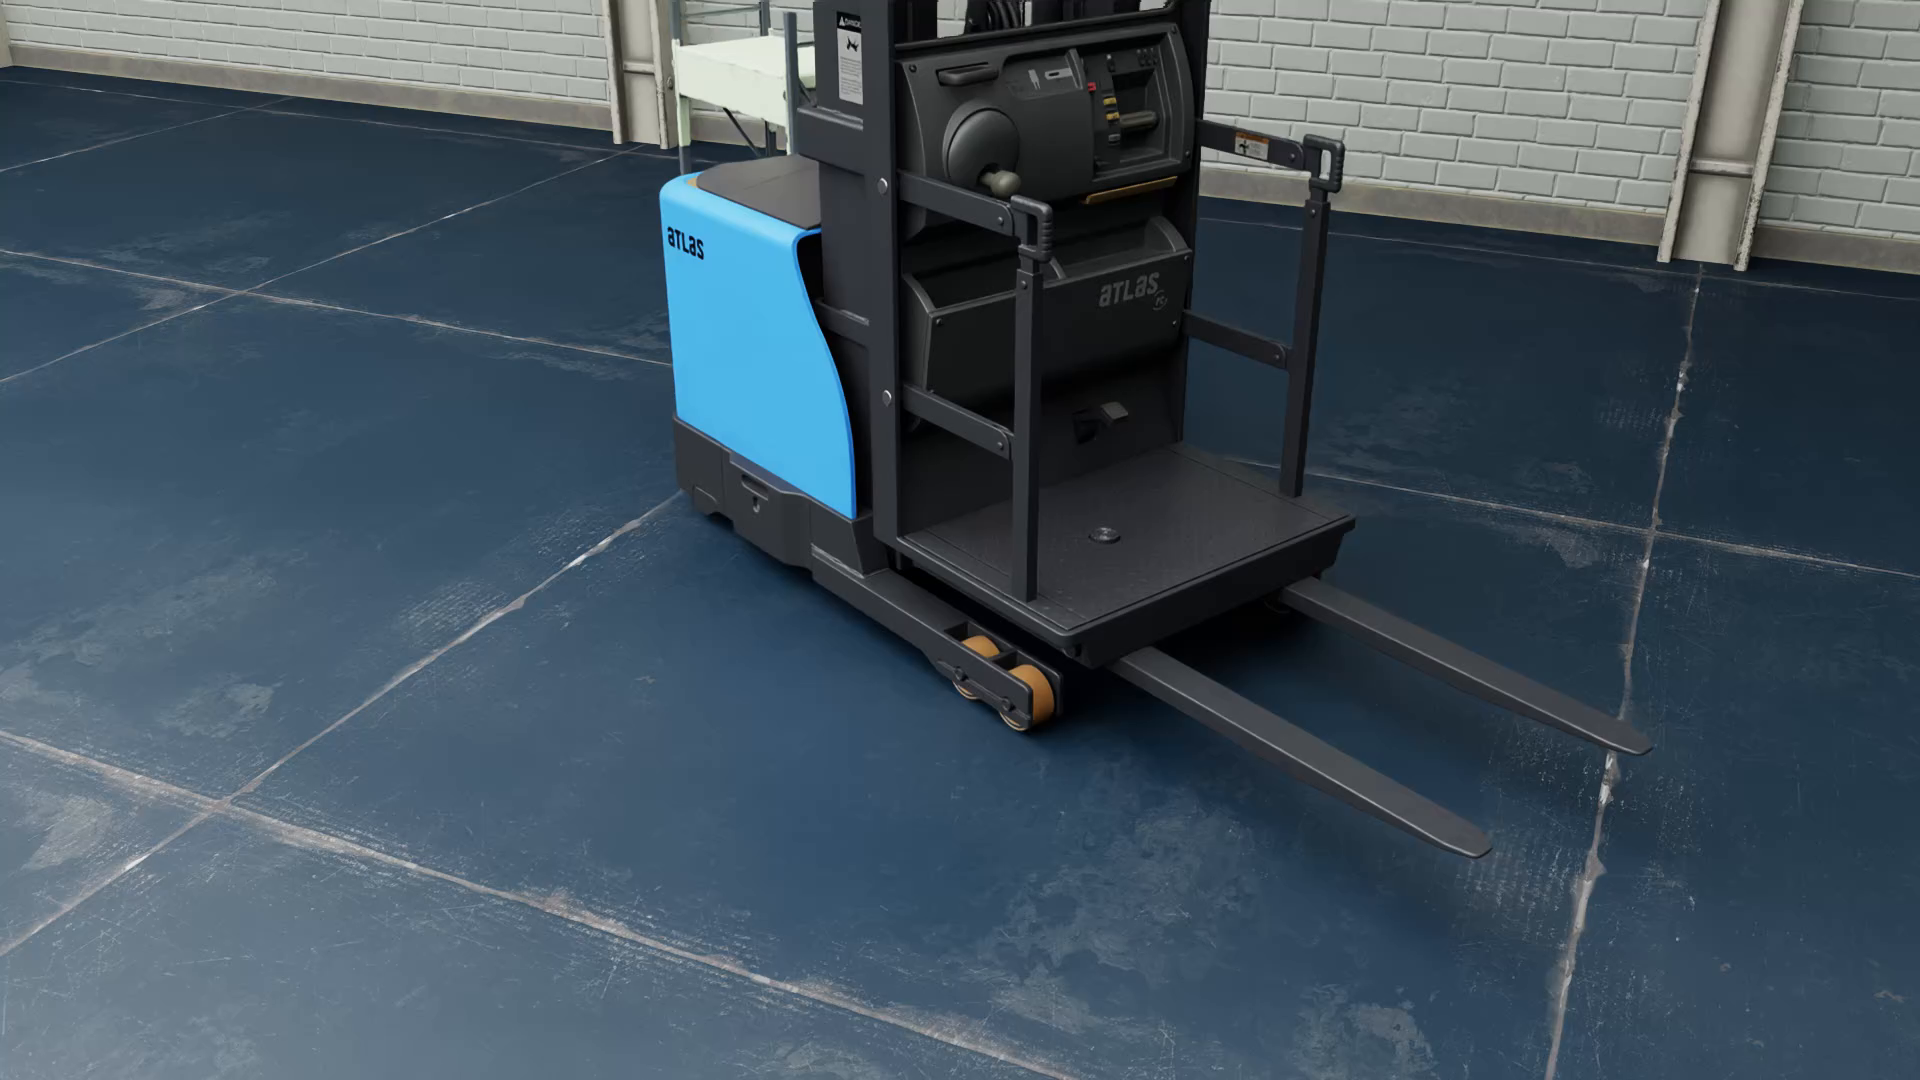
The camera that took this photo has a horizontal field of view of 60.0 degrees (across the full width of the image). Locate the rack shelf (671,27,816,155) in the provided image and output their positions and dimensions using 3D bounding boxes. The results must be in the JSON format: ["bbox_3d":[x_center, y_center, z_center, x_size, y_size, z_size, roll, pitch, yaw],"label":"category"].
[{"bbox_3d":[-0.619,-1.509,5.733,0.431,0.370,0.720,-19,32,-34],"label":"rack shelf"}]

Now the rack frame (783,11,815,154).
[{"bbox_3d":[-0.391,-1.033,5.649,0.400,1.500,0.023,-19,32,-34],"label":"rack frame"}]

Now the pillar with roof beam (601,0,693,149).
[{"bbox_3d":[-3.663,-4.764,4.738,0.400,9.000,9.100,11,28,22],"label":"pillar with roof beam"}]

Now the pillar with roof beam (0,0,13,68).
[{"bbox_3d":[-9.125,-5.861,6.967,0.400,9.000,9.100,11,28,22],"label":"pillar with roof beam"}]

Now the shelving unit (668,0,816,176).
[{"bbox_3d":[-0.619,-1.159,5.906,0.431,1.500,0.755,-19,32,-34],"label":"shelving unit"}]

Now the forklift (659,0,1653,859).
[{"bbox_3d":[0.380,-1.076,4.118,1.130,2.935,3.031,-19,32,-34],"label":"forklift"}]

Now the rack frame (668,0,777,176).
[{"bbox_3d":[-0.847,-1.285,6.163,0.400,1.500,0.023,-19,32,-34],"label":"rack frame"}]

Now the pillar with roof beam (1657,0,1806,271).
[{"bbox_3d":[1.799,-3.667,2.510,0.400,9.000,9.100,11,28,22],"label":"pillar with roof beam"}]
